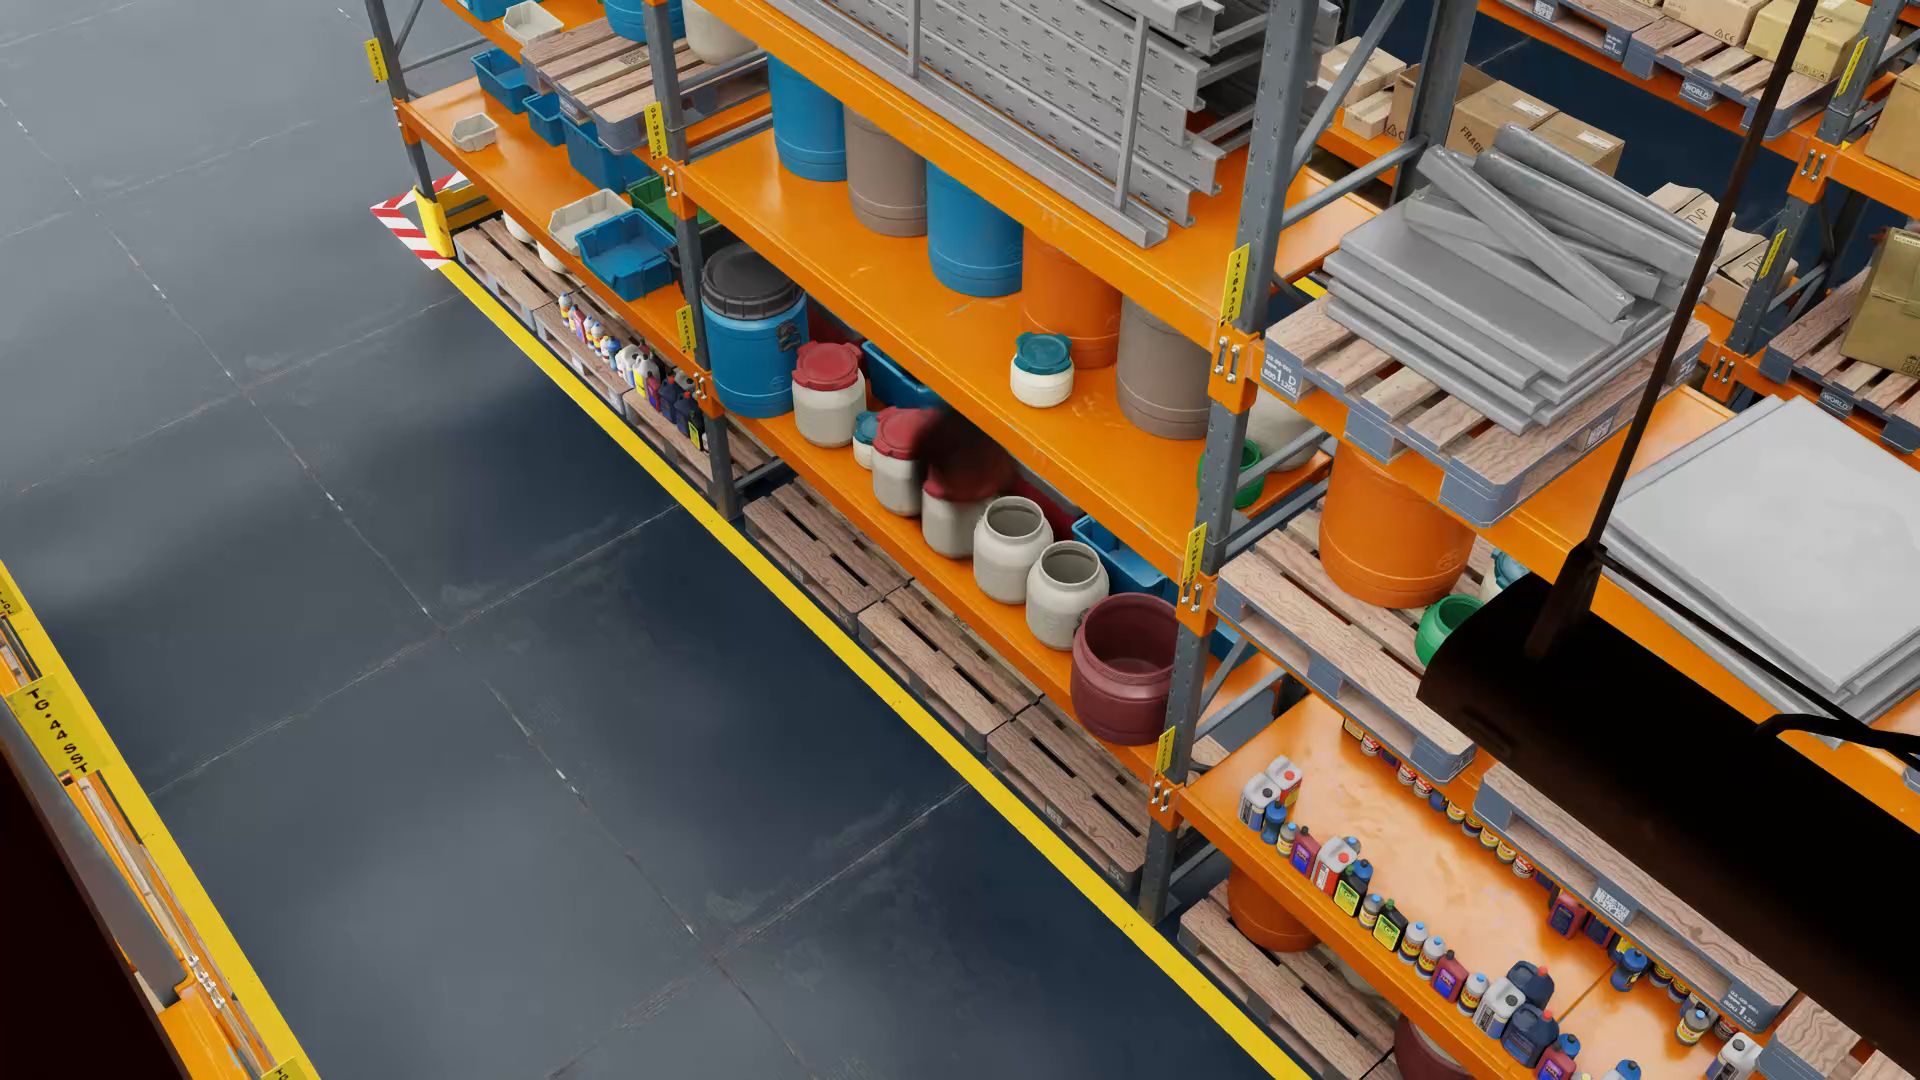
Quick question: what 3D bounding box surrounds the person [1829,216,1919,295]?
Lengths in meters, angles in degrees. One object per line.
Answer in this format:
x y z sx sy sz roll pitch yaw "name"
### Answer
6.854 -2.183 11.882 0.806 1.739 1.001 -32 54 -27 "person"
